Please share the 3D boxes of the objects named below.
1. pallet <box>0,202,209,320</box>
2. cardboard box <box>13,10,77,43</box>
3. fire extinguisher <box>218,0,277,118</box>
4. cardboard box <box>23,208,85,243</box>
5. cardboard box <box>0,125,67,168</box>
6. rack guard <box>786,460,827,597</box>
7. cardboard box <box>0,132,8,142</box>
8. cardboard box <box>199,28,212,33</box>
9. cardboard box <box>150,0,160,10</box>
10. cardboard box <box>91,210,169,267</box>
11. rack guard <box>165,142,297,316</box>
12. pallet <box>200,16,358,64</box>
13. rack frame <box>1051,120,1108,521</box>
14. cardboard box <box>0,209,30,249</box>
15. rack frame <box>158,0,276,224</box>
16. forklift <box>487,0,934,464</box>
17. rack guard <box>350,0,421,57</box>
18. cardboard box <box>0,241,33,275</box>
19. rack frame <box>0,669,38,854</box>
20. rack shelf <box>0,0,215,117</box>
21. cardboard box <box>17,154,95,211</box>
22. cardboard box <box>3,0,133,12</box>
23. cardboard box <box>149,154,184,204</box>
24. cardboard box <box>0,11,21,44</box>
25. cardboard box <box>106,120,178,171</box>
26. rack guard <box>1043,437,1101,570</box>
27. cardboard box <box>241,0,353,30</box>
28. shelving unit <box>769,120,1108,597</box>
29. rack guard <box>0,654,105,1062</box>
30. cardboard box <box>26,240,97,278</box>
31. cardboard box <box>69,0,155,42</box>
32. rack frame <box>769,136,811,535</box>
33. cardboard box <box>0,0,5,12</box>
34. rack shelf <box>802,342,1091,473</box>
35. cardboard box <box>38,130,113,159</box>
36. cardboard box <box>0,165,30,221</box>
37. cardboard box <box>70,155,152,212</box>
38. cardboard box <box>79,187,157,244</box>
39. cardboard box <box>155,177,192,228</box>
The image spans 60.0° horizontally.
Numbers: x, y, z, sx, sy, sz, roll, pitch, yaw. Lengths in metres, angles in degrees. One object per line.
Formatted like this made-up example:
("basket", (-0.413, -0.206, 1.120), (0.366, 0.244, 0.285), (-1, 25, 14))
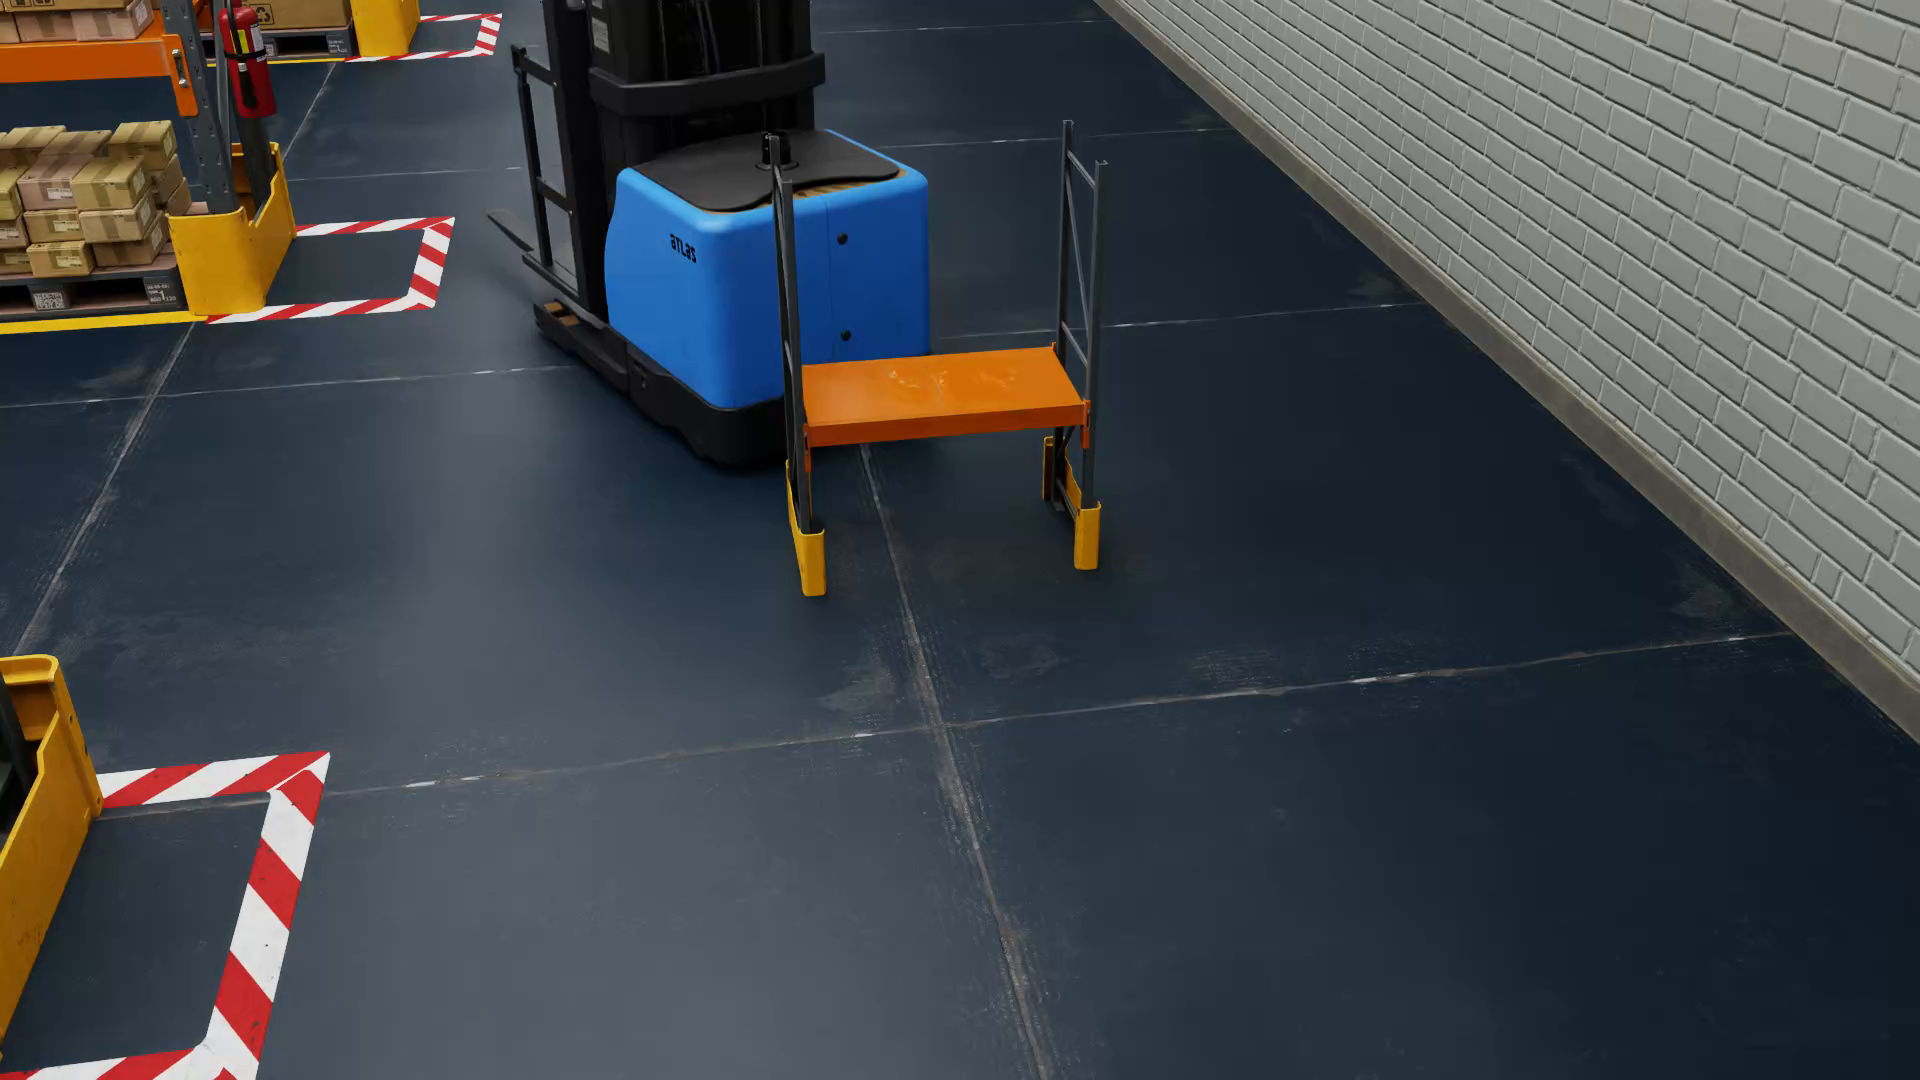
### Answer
("pallet", (-4.503, -1.427, 8.469), (1.213, 0.211, 1.003), (-5, 31, -9))
("cardboard box", (-4.144, -2.410, 7.636), (0.250, 0.149, 0.380), (-5, 31, -9))
("fire extinguisher", (-3.292, -2.291, 7.632), (0.183, 0.674, 0.296), (-5, 31, -9))
("cardboard box", (-4.358, -1.585, 8.092), (0.250, 0.149, 0.380), (-6, 31, -10))
("cardboard box", (-4.720, -1.978, 8.467), (0.250, 0.149, 0.380), (-5, 31, -9))
("rack guard", (-0.565, -0.055, 6.097), (0.087, 0.250, 0.587), (-5, 31, -9))
("cardboard box", (-4.949, -1.914, 8.358), (0.250, 0.149, 0.380), (-7, 31, -11))
("cardboard box", (-5.927, -4.258, 12.215), (0.875, 0.875, 0.875), (-5, 31, -9))
("cardboard box", (-4.001, -2.718, 8.161), (0.250, 0.149, 0.380), (-6, 31, -9))
("cardboard box", (-4.103, -1.493, 8.227), (0.250, 0.149, 0.380), (-5, 31, -8))
("rack guard", (-3.698, -1.608, 8.492), (0.348, 0.500, 1.175), (-5, 31, -9))
("pallet", (-5.189, -3.861, 12.607), (1.213, 0.211, 1.003), (-5, 31, -9))
("rack frame", (0.416, -0.685, 5.936), (0.032, 1.500, 0.500), (-5, 31, -9))
("cardboard box", (-4.602, -1.534, 8.004), (0.250, 0.149, 0.380), (-7, 31, -11))
("rack frame", (-3.623, -2.693, 7.870), (0.127, 3.000, 1.000), (-5, 31, -9))
("forklift", (-1.358, -2.265, 7.210), (1.130, 2.935, 3.031), (-19, 36, -29))
("rack guard", (-4.393, -4.099, 12.728), (0.348, 0.500, 1.175), (-5, 31, -9))
("cardboard box", (-4.613, -1.437, 8.134), (0.250, 0.149, 0.380), (-5, 31, -9))
("rack frame", (-2.632, -0.234, 3.688), (0.127, 3.000, 1.000), (-5, 31, -9))
("rack shelf", (-5.590, -2.200, 7.742), (4.000, 0.370, 1.077), (-5, 31, -9))
("cardboard box", (-4.356, -1.732, 8.048), (0.250, 0.149, 0.380), (-5, 31, -8))
("cardboard box", (-4.019, -2.695, 7.481), (0.500, 0.500, 0.500), (-5, 31, -8))
("cardboard box", (-4.185, -1.853, 8.547), (0.250, 0.149, 0.380), (-4, 31, -7))
("cardboard box", (-4.388, -2.379, 7.585), (0.250, 0.149, 0.380), (-6, 31, -9))
("cardboard box", (-4.200, -2.023, 8.542), (0.250, 0.149, 0.380), (-7, 31, -11))
("rack guard", (0.415, -0.146, 6.252), (0.087, 0.250, 0.587), (-5, 31, -9))
("cardboard box", (-5.032, -4.342, 12.356), (0.875, 0.875, 0.875), (-5, 31, -9))
("shelving unit", (-0.075, -0.640, 5.858), (1.083, 1.500, 0.587), (-5, 31, -9))
("rack guard", (-2.608, 0.842, 4.326), (0.348, 0.500, 1.175), (-5, 31, -9))
("cardboard box", (-4.338, -1.419, 8.102), (0.250, 0.149, 0.380), (-4, 31, -7))
("cardboard box", (-3.893, -2.414, 7.643), (0.250, 0.149, 0.380), (-5, 31, -9))
("rack frame", (-0.584, -0.592, 5.778), (0.032, 1.500, 0.500), (-5, 31, -9))
("cardboard box", (-4.526, -2.650, 7.405), (0.500, 0.500, 0.500), (-6, 31, -10))
("rack shelf", (-0.084, -0.484, 5.948), (1.000, 0.185, 0.538), (-5, 31, -9))
("cardboard box", (-4.449, -1.937, 8.397), (0.250, 0.149, 0.380), (-5, 31, -8))
("cardboard box", (-4.587, -1.645, 7.900), (0.250, 0.149, 0.380), (-6, 31, -10))
("cardboard box", (-4.098, -1.726, 8.038), (0.250, 0.149, 0.380), (-5, 31, -8))
("cardboard box", (-4.091, -1.582, 8.087), (0.250, 0.149, 0.380), (-6, 31, -10))
("cardboard box", (-4.196, -1.756, 8.676), (0.250, 0.149, 0.380), (-5, 31, -8))
